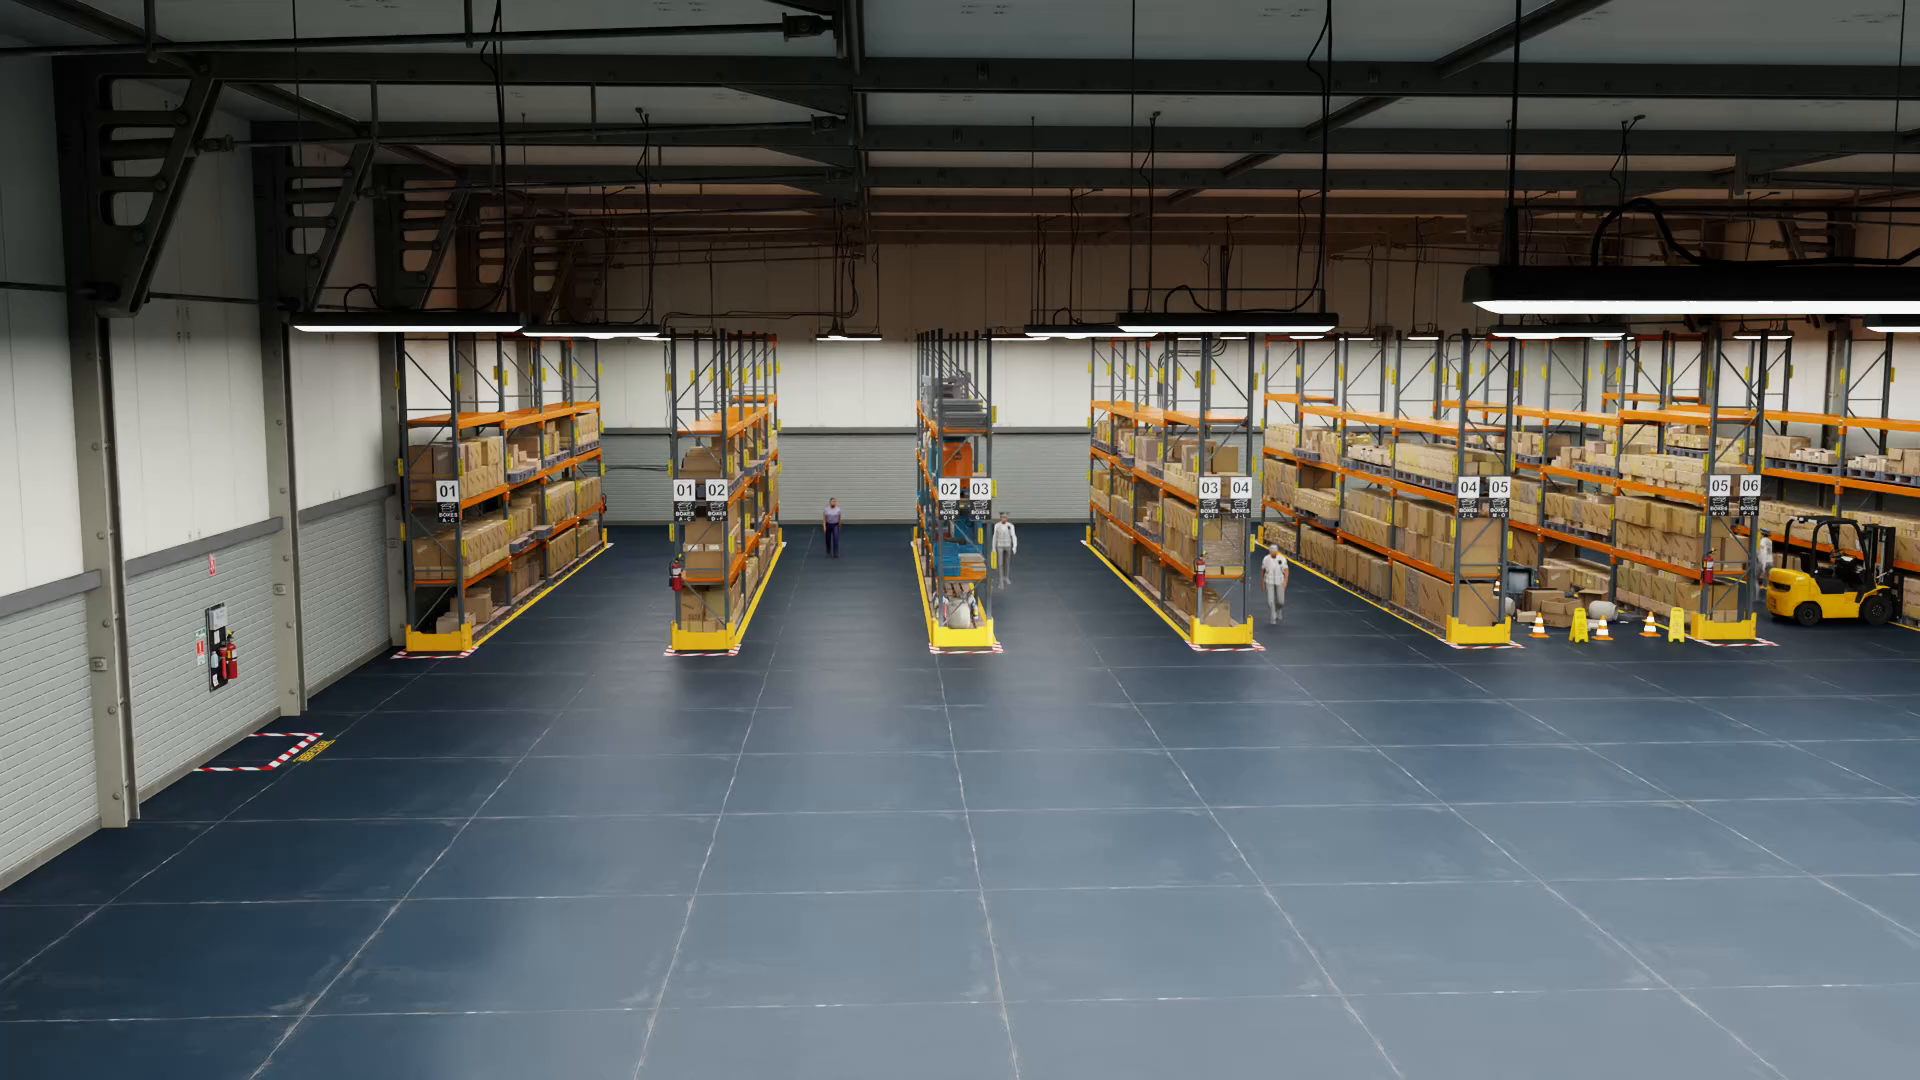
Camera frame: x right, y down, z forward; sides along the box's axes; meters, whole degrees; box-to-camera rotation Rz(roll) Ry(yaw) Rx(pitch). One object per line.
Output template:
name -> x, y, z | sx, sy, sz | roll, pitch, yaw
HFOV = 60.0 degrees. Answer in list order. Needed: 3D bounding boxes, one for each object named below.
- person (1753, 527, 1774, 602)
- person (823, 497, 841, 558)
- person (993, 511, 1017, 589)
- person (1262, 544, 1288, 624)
person -> 17.856, 0.580, 36.849 | 0.468, 1.720, 0.591 | -2, 7, -13
person -> -3.441, -0.361, 44.785 | 0.486, 1.587, 1.043 | 0, 7, -3
person -> 1.007, 0.206, 37.421 | 0.538, 1.713, 0.611 | 0, 7, -1
person -> 6.488, 0.886, 34.263 | 0.539, 1.642, 0.640 | 1, 7, 12
